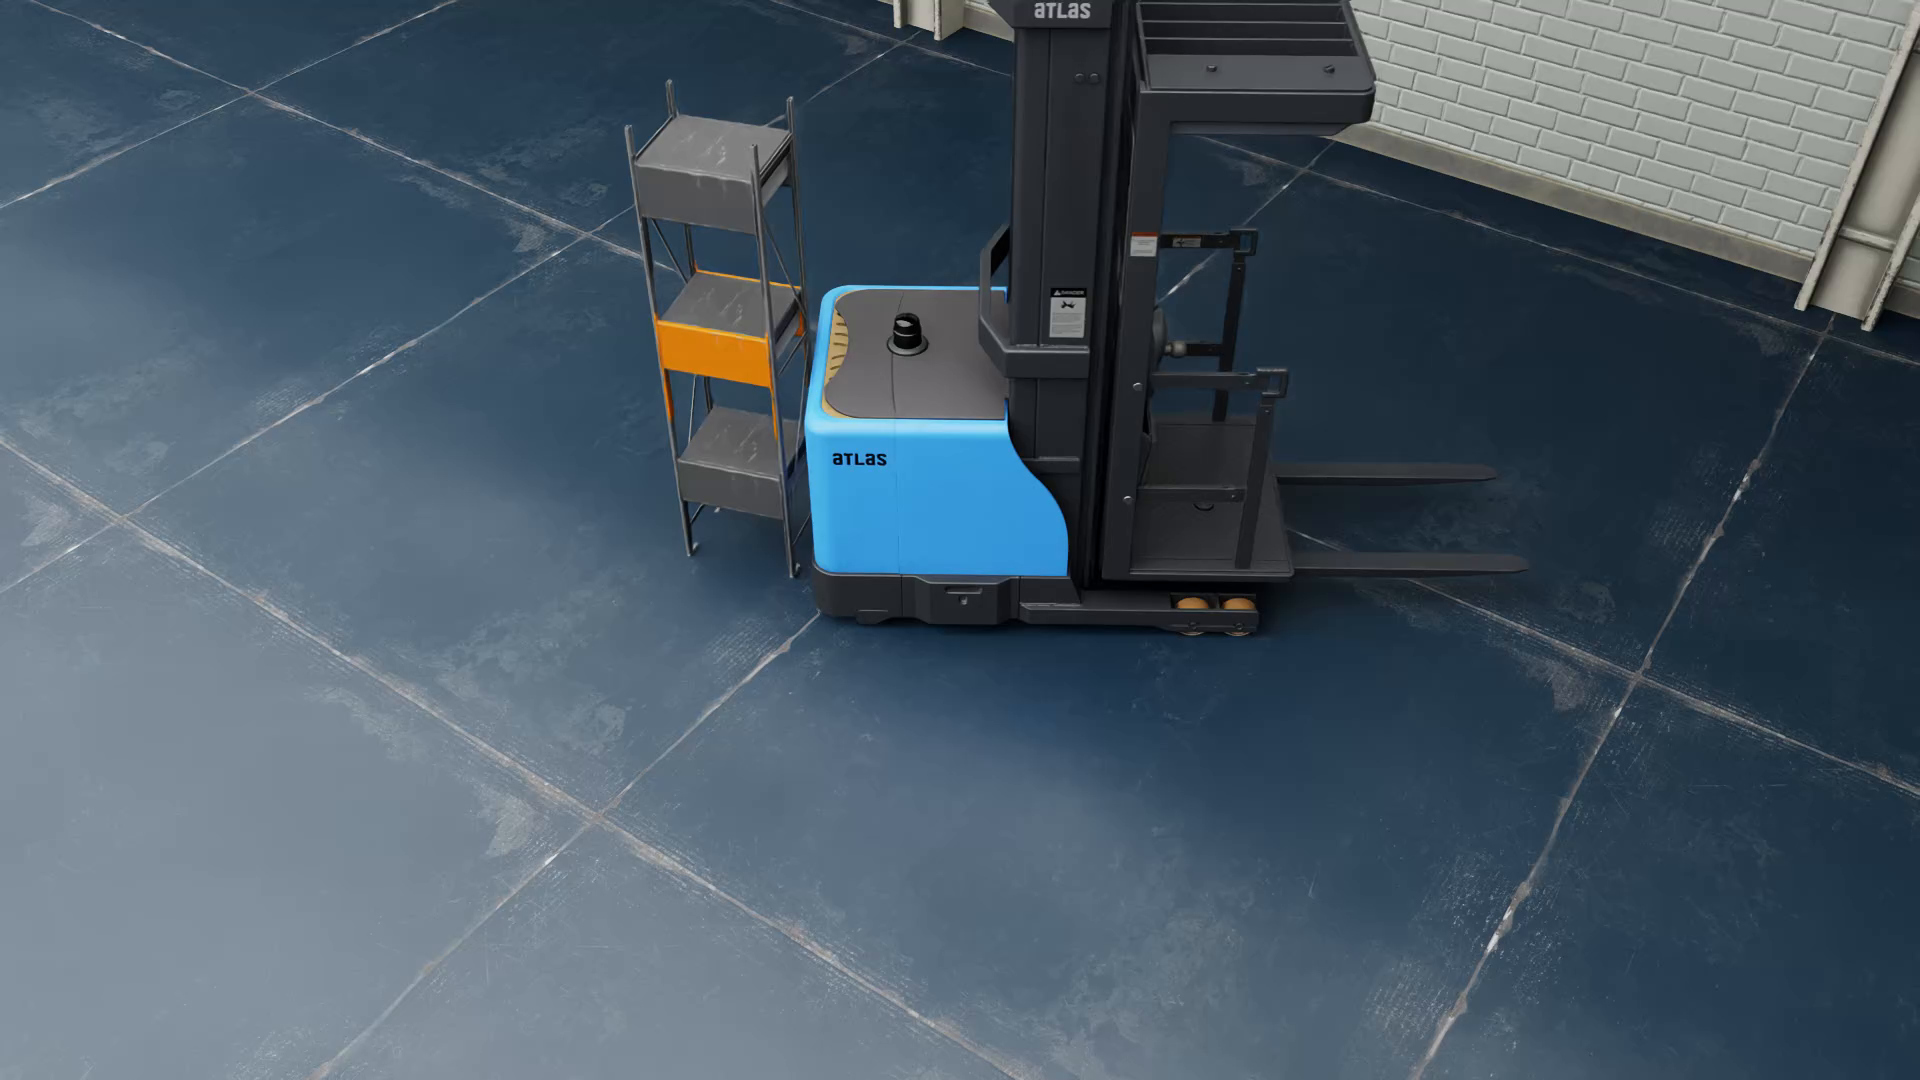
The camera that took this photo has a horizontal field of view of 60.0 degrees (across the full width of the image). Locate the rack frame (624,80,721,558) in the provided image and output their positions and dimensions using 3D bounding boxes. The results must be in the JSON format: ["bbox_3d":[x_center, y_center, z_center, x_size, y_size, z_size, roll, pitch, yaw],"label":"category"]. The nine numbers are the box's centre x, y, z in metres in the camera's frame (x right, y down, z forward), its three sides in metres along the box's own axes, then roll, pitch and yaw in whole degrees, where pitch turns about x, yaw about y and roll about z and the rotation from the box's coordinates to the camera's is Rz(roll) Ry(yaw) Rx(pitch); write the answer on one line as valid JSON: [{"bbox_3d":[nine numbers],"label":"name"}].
[{"bbox_3d":[-1.151,-0.833,6.854,0.015,2.100,0.400,11,43,12],"label":"rack frame"}]

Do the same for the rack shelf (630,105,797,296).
[{"bbox_3d":[-0.917,-1.298,6.345,0.480,0.518,0.431,11,43,12],"label":"rack shelf"}]

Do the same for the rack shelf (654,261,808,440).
[{"bbox_3d":[-0.917,-0.776,6.812,0.480,0.518,0.431,11,43,12],"label":"rack shelf"}]

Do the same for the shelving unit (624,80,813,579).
[{"bbox_3d":[-0.917,-0.787,6.803,0.503,2.100,0.431,11,43,12],"label":"shelving unit"}]

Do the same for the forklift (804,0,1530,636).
[{"bbox_3d":[0.904,-1.046,6.470,3.031,2.935,1.130,1,42,1],"label":"forklift"}]

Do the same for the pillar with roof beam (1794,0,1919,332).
[{"bbox_3d":[2.233,-2.253,3.267,0.400,9.000,9.100,25,48,25],"label":"pillar with roof beam"}]

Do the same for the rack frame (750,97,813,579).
[{"bbox_3d":[-0.683,-0.740,6.751,0.015,2.100,0.400,11,43,12],"label":"rack frame"}]

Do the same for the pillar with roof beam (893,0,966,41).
[{"bbox_3d":[-2.680,-4.550,5.835,0.400,9.000,9.100,25,48,25],"label":"pillar with roof beam"}]

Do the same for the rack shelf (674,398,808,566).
[{"bbox_3d":[-0.917,-0.255,7.279,0.480,0.518,0.431,11,43,12],"label":"rack shelf"}]
